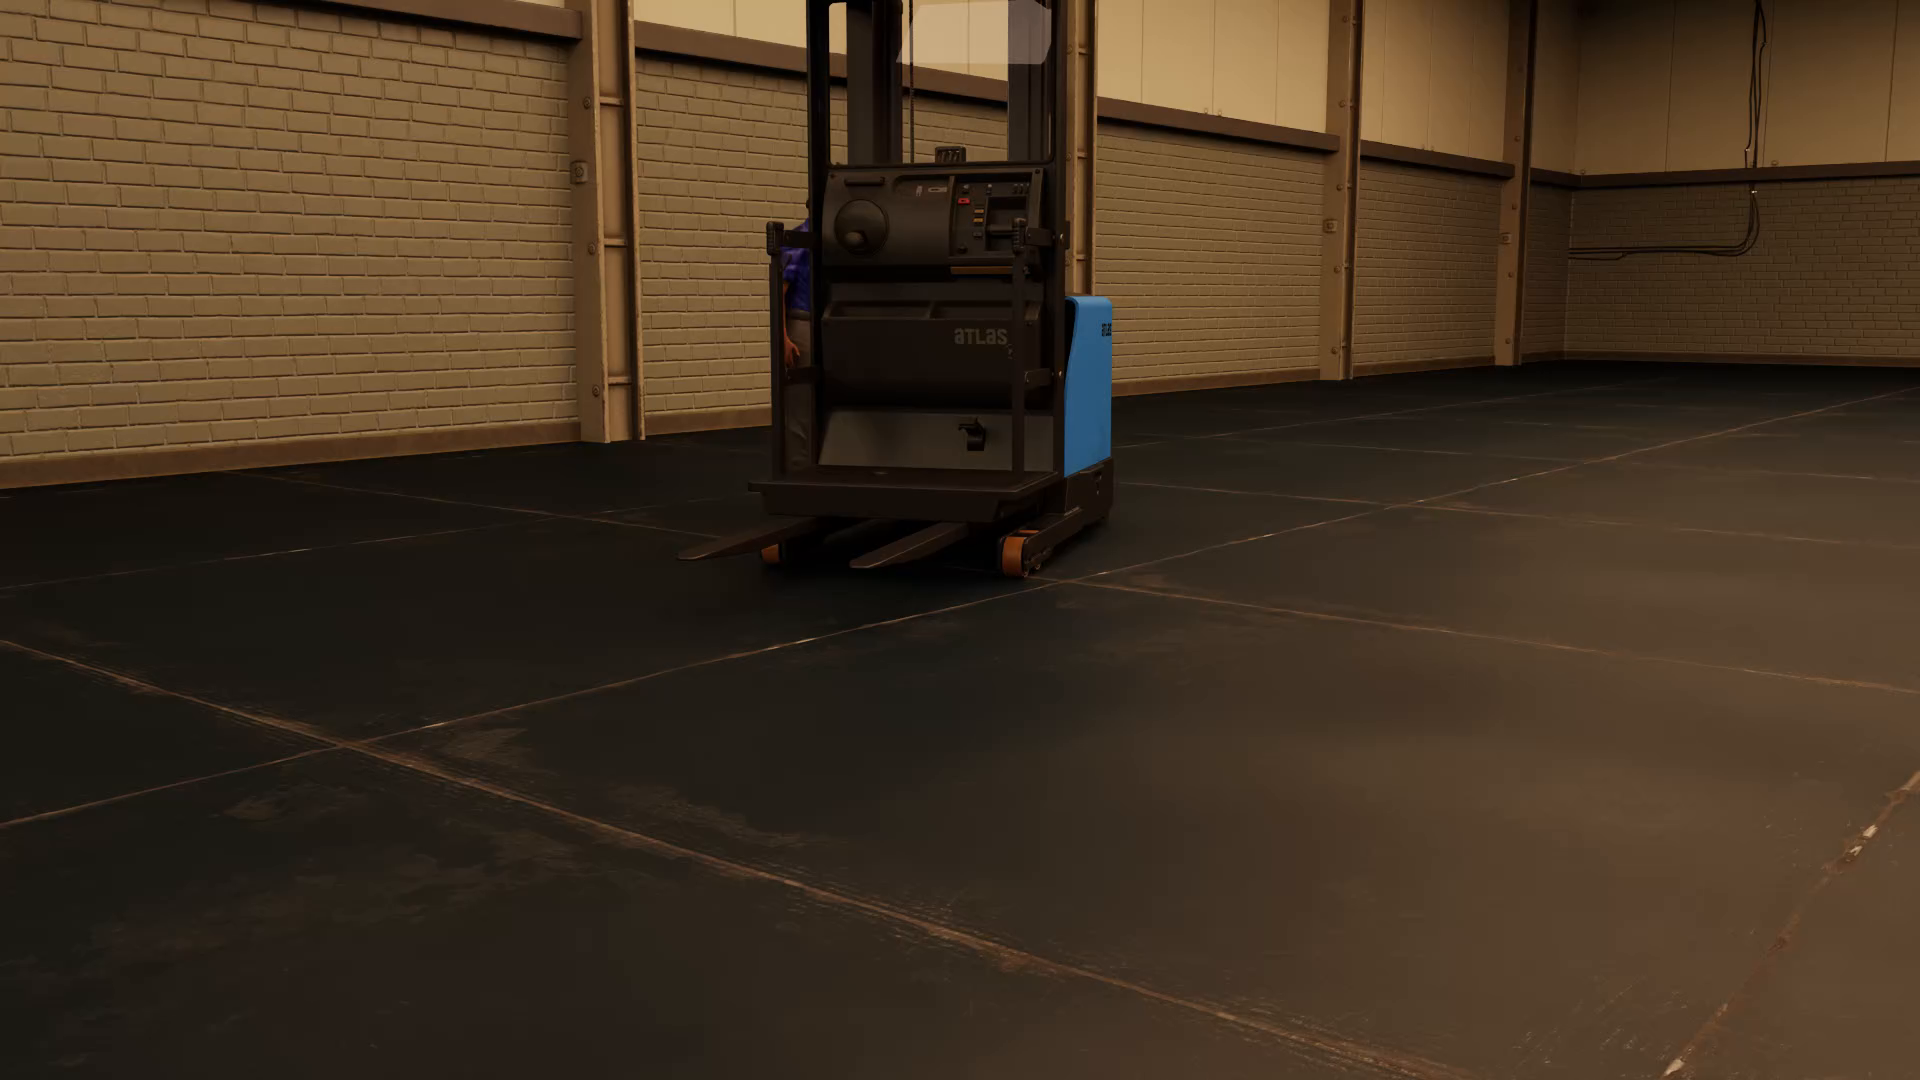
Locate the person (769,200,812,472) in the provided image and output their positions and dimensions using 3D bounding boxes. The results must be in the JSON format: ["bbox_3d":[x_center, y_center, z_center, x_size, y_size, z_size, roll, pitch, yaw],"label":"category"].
[{"bbox_3d":[-0.727,-0.988,8.468,0.405,1.660,0.615,5,9,29],"label":"person"}]

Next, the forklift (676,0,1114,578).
[{"bbox_3d":[-0.176,-1.366,6.616,1.130,2.935,3.031,3,9,17],"label":"forklift"}]
